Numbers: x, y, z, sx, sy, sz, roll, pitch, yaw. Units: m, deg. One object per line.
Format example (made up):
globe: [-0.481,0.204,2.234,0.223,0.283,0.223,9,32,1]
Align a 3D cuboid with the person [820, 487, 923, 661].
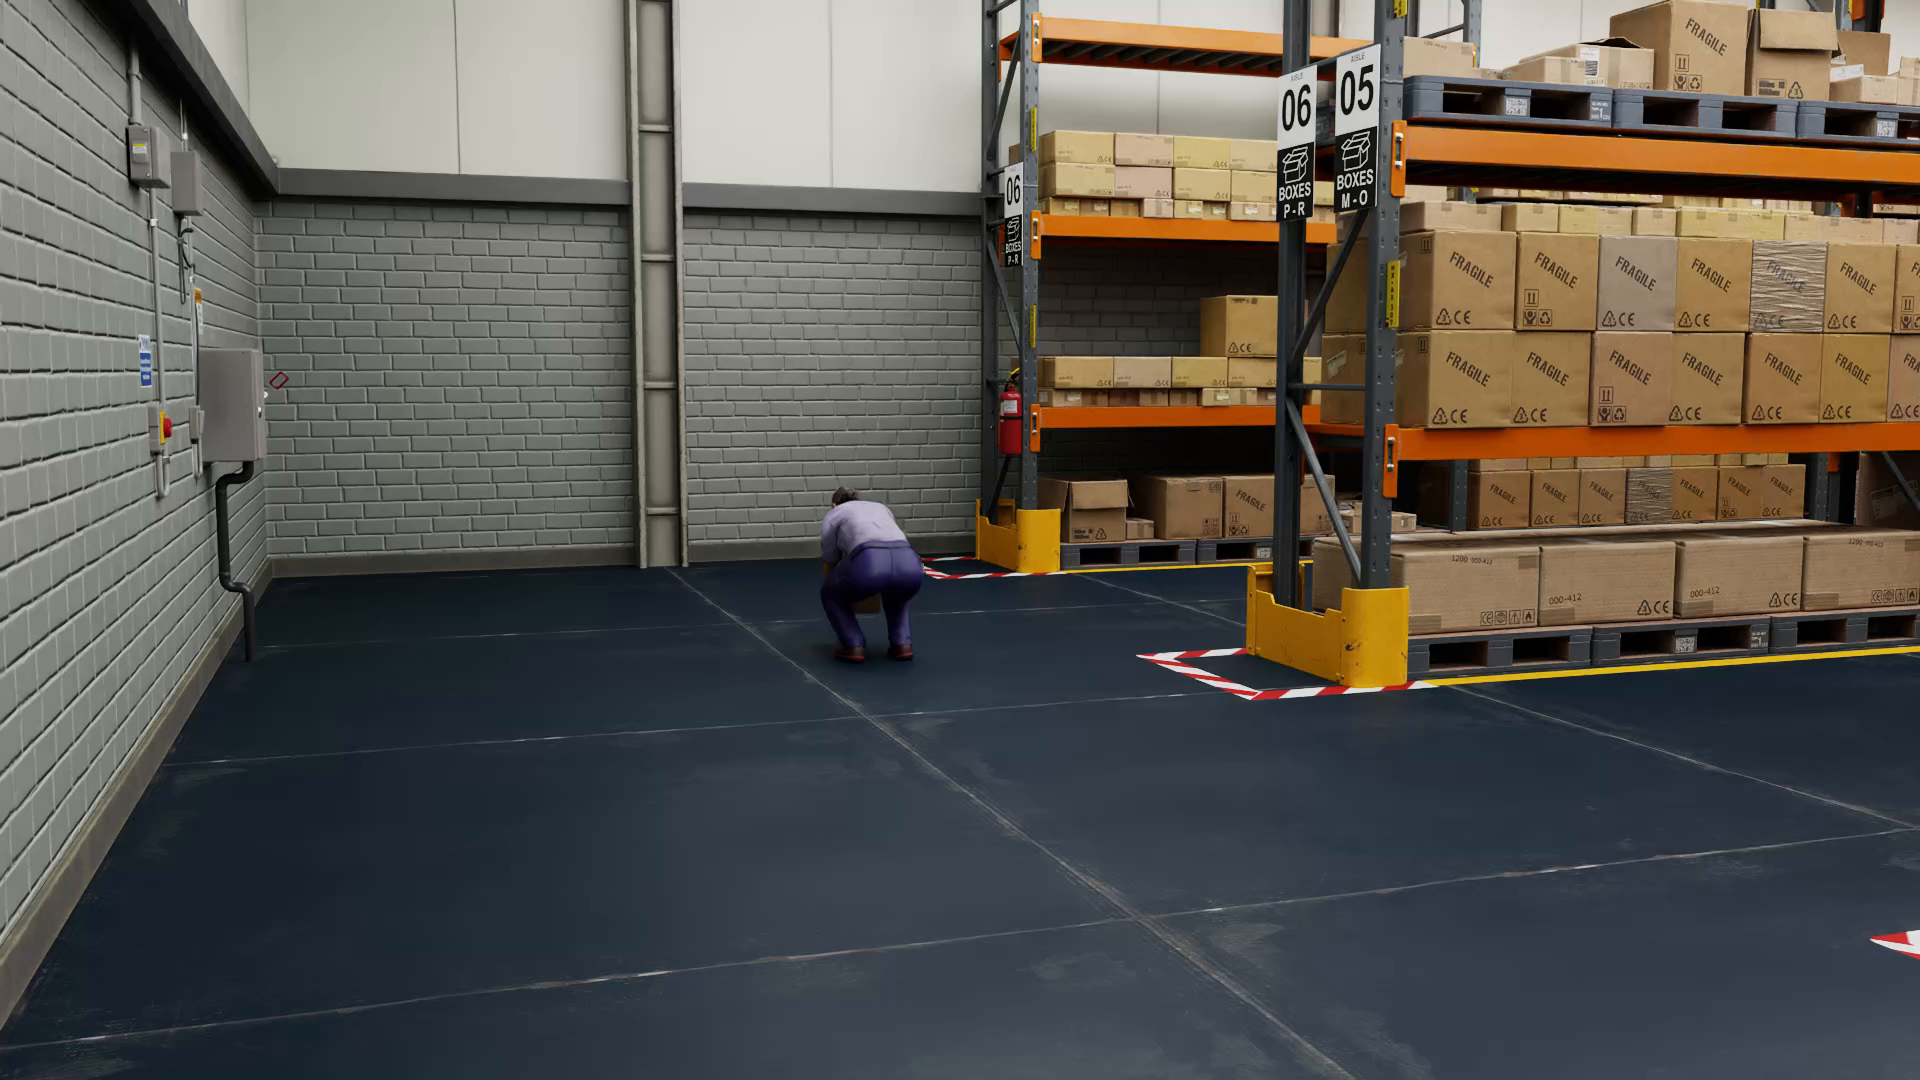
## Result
person: [-0.521,0.189,9.341,0.511,0.937,0.860,-2,6,-20]
